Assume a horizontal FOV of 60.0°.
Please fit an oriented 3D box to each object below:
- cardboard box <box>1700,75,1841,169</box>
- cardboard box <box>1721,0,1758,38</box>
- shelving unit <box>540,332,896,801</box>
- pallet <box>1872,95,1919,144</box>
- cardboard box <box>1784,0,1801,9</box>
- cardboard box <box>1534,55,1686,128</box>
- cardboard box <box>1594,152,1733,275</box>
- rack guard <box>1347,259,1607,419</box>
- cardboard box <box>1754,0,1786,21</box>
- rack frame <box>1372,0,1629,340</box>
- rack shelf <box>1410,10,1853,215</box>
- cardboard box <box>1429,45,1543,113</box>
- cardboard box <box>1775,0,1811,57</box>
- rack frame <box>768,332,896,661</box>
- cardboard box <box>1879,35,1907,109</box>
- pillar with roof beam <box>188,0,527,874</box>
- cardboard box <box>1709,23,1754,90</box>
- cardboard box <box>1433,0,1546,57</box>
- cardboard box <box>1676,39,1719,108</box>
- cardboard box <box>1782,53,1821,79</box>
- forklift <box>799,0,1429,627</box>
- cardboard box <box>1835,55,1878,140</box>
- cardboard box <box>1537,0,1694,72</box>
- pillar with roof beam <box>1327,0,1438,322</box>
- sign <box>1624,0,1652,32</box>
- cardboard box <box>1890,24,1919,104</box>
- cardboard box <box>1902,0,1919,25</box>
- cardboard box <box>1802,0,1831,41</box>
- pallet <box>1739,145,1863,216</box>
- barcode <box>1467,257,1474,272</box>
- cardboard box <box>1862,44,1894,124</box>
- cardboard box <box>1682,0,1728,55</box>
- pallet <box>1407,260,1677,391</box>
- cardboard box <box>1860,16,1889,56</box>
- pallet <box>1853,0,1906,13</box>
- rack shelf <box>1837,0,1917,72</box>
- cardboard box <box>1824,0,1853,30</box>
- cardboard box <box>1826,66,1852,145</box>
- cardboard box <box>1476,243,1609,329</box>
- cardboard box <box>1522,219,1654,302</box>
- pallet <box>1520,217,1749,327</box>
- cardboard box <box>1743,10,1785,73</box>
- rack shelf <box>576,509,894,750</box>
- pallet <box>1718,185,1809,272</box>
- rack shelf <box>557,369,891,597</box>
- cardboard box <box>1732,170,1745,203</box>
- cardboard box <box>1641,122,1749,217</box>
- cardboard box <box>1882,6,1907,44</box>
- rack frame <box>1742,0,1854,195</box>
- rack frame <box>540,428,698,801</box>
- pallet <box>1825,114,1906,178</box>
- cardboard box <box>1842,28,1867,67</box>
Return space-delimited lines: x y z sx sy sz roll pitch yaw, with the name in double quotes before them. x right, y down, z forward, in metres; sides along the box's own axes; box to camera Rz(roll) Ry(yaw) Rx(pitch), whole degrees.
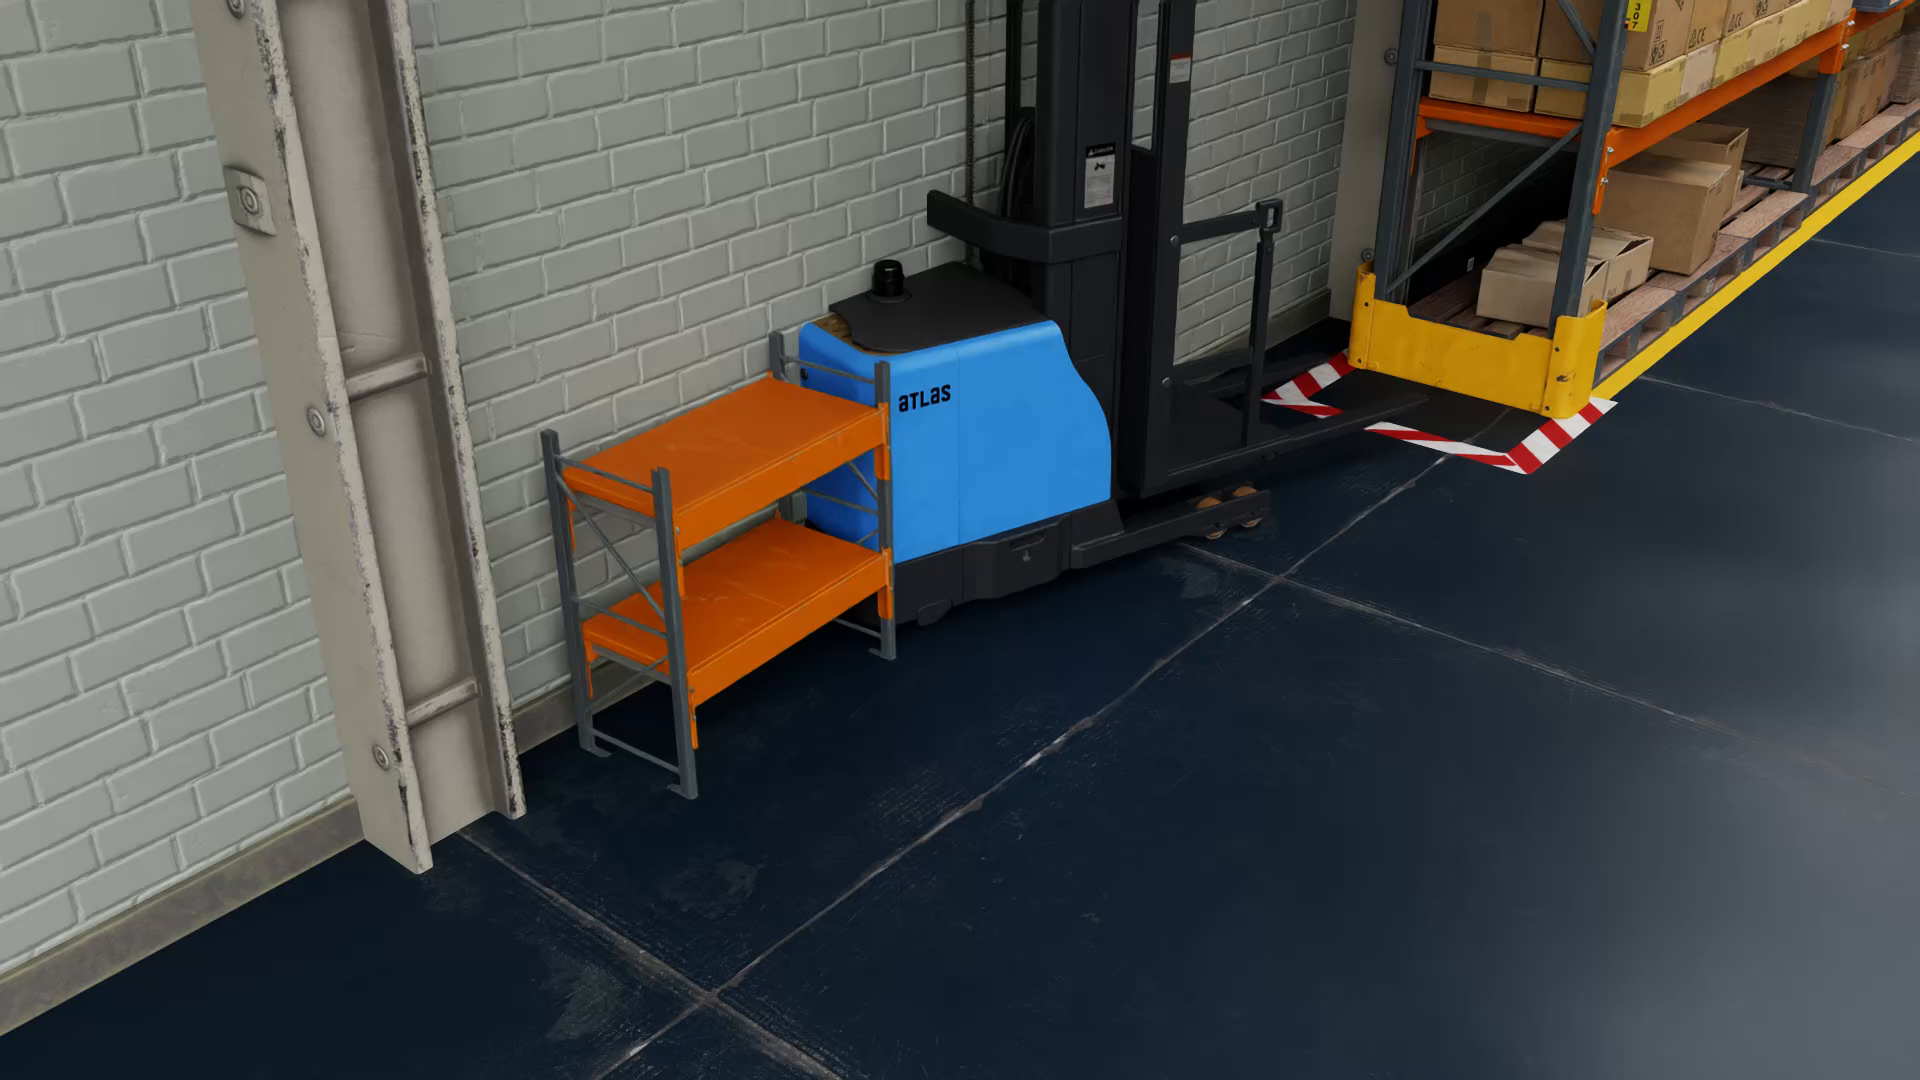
"cardboard box" 5.462 -2.864 11.264 0.700 0.500 0.500 22 35 36
"cardboard box" 3.653 -2.805 8.234 0.500 0.500 0.500 19 33 33
"shelving unit" -0.735 0.050 5.429 0.538 1.125 1.048 18 32 31
"pallet" 7.052 -3.416 13.124 1.003 0.211 1.213 21 34 34
"cardboard box" 4.303 -3.177 8.951 0.500 0.500 0.500 20 33 33
"cardboard box" 3.018 -2.117 7.720 0.500 0.250 0.500 20 33 33
"cardboard box" 3.839 -1.847 9.297 0.700 0.500 0.500 18 33 31
"rack guard" 2.510 -1.012 8.162 1.175 0.500 0.348 21 34 34
"cardboard box" 3.972 -2.992 8.594 0.500 0.500 0.500 22 35 36
"rack frame" 2.462 -2.095 7.535 1.000 3.000 0.127 21 34 34
"rack shelf" 3.734 -2.485 9.071 1.077 0.370 4.000 21 34 34
"cardboard box" 2.610 -2.260 7.995 0.500 0.250 0.500 21 34 35
"cardboard box" 4.308 -2.842 9.120 0.500 0.250 0.500 21 34 34
"rack frame" -0.440 -0.140 5.796 0.500 1.125 0.032 18 32 31
"cardboard box" 6.716 -3.597 12.681 0.700 0.500 0.500 21 34 34
"pillar with roof beam" 1.745 -1.875 0.581 9.100 9.000 0.400 21 34 34
"cardboard box" 3.665 -2.485 8.430 0.500 0.250 0.500 20 34 34
"cardboard box" 2.598 -2.600 7.836 0.500 0.500 0.500 20 34 34
"cardboard box" 3.337 -2.306 8.084 0.500 0.250 0.500 20 33 33
"cardboard box" 5.739 -3.354 11.395 0.500 0.250 0.500 20 33 33
"forklift" 0.673 -1.491 6.442 3.031 2.935 1.130 -17 32 -29
"cardboard box" 6.107 -3.231 11.973 0.700 0.500 0.500 21 34 35
"cardboard box" 2.998 -2.452 7.550 0.500 0.500 0.500 21 34 34
"pillar with roof beam" 5.562 -4.002 4.693 9.100 9.000 0.400 21 34 34
"sign" 2.881 -2.321 7.030 0.100 0.325 0.005 21 34 34
"cardboard box" 7.133 -3.746 12.968 0.700 0.500 0.500 21 34 35
"cardboard box" 8.120 -4.386 13.845 0.750 0.750 0.750 20 34 34
"cardboard box" 4.616 -3.025 9.474 0.500 0.250 0.500 21 34 35
"pallet" 5.500 -2.551 11.452 1.003 0.211 1.213 21 34 34
"barcode" 2.675 -1.443 8.712 0.001 0.075 0.075 21 34 34
"cardboard box" 6.421 -3.413 12.324 0.700 0.500 0.500 21 34 34
"cardboard box" 3.320 -2.624 7.883 0.500 0.500 0.500 21 34 35
"pallet" 3.054 -1.161 8.765 1.003 0.211 1.213 21 34 34
"cardboard box" 6.399 -3.712 12.085 0.500 0.250 0.500 21 34 34
"pallet" 5.605 -3.656 10.762 1.003 0.211 1.213 21 34 34
"rack shelf" 6.279 -3.903 11.813 1.077 0.370 4.000 21 34 34
"cardboard box" 4.939 -3.199 9.811 0.500 0.250 0.500 21 34 35
"cardboard box" 5.752 -3.062 11.646 0.700 0.500 0.500 20 33 33
"cardboard box" 2.972 -1.315 8.475 0.500 0.311 0.500 17 32 29
"cardboard box" 3.334 -1.517 8.866 0.500 0.311 0.500 24 36 38
"pallet" 3.831 -1.592 9.597 1.003 0.211 1.213 21 34 34
"cardboard box" 3.989 -2.663 8.775 0.500 0.250 0.500 21 34 35
"rack shelf" -0.736 0.267 5.541 0.538 0.278 1.000 18 32 31
"pallet" 4.606 -2.026 10.437 1.003 0.211 1.213 21 34 34
"rack shelf" -0.735 -0.210 5.294 0.538 0.278 1.000 18 32 31
"cardboard box" 4.689 -2.252 10.443 0.380 0.166 0.250 16 31 28
"cardboard box" 4.377 -2.219 10.016 0.500 0.500 0.500 18 32 31
"cardboard box" 6.722 -3.895 12.441 0.500 0.250 0.500 21 34 35
"rack frame" 5.006 -3.513 10.277 1.000 3.000 0.127 21 34 34
"rack frame" -1.031 0.240 5.061 0.500 1.125 0.032 18 32 31
"pallet" 6.276 -2.986 12.292 1.003 0.211 1.213 21 34 34
"cardboard box" 6.067 -3.540 11.754 0.500 0.250 0.500 20 33 33
